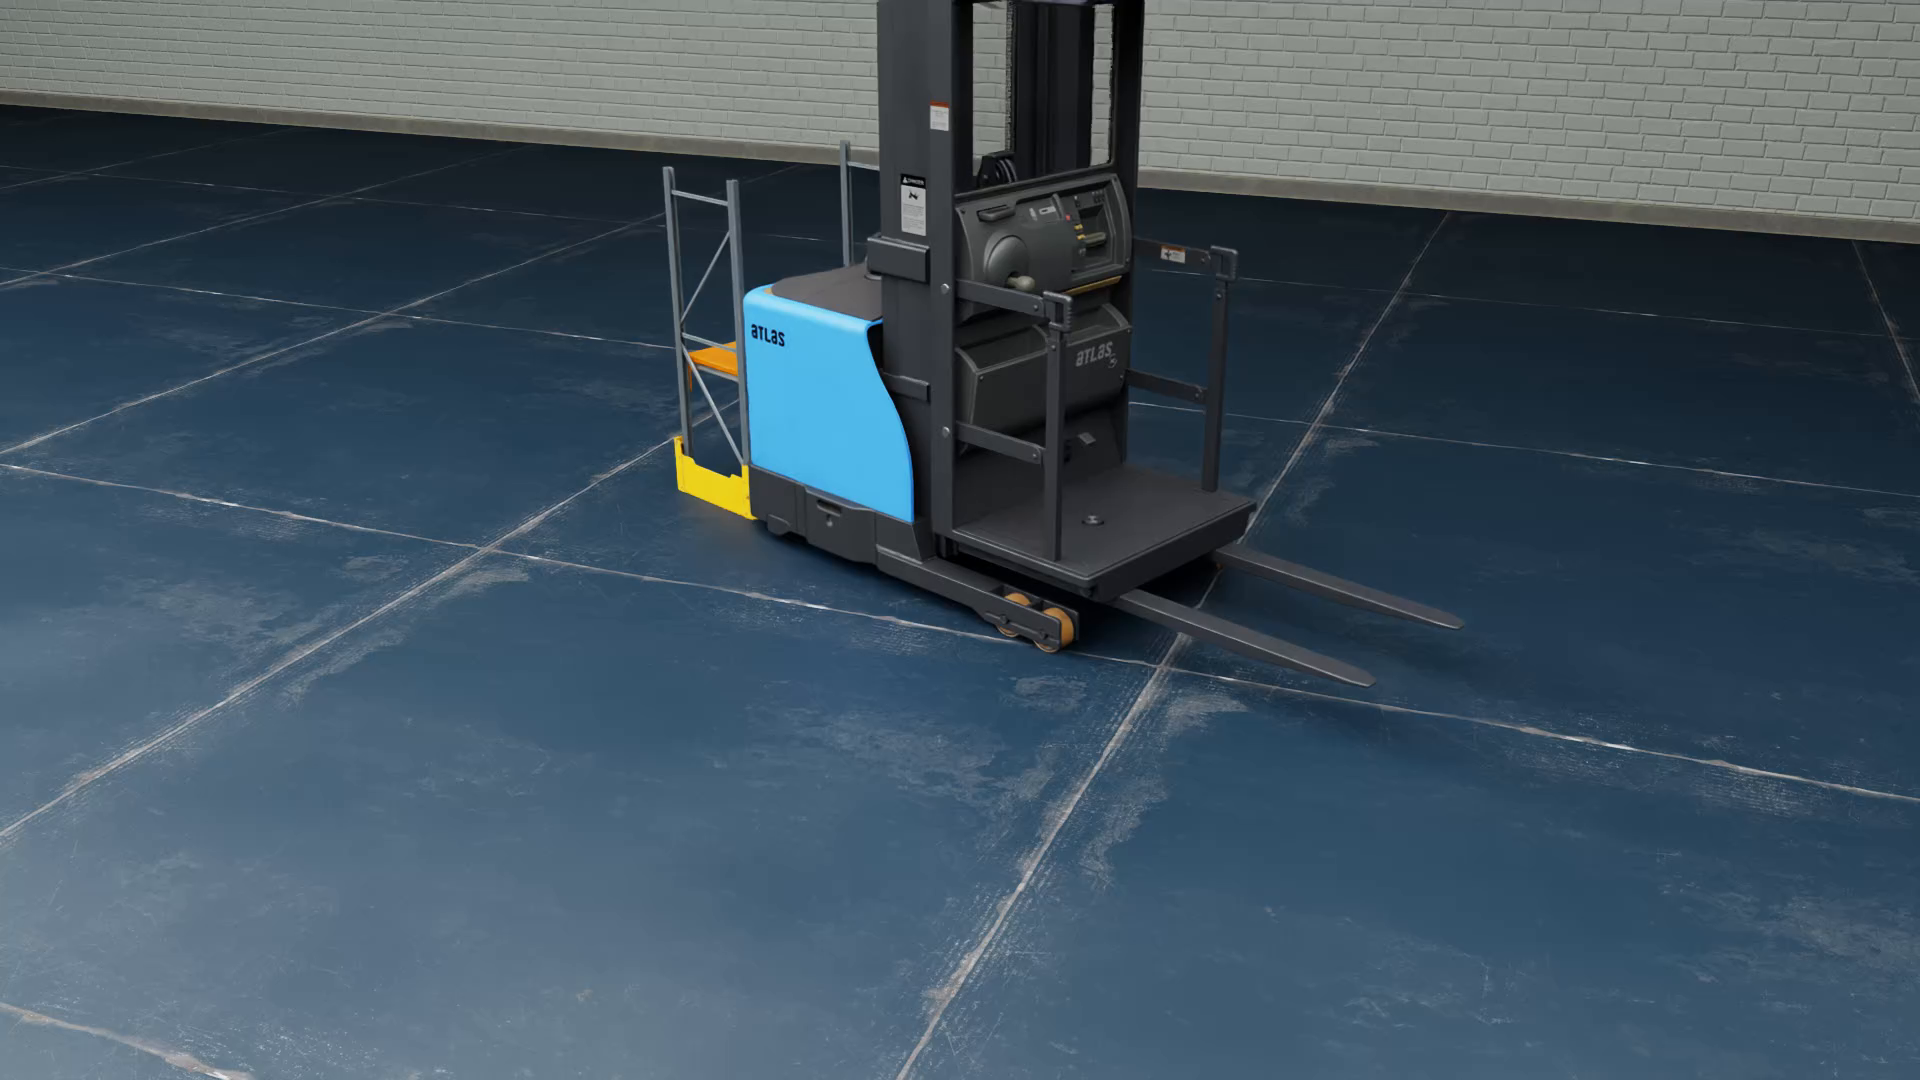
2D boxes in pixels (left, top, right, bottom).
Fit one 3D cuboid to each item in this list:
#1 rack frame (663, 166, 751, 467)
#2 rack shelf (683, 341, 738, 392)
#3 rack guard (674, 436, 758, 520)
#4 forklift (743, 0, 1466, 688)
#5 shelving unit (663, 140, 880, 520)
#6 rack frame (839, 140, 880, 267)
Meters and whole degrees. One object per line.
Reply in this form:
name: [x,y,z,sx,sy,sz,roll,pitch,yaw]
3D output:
rack frame: [-1.106,-0.869,7.376,0.032,1.500,0.500,-21,30,-40]
rack shelf: [-0.743,-0.840,7.774,1.000,0.185,0.538,-21,30,-40]
rack guard: [-1.101,-0.291,7.614,0.087,0.250,0.587,-21,30,-40]
forklift: [0.487,-1.156,6.215,3.031,2.935,1.130,20,30,39]
shelving unit: [-0.751,-1.004,7.700,1.083,1.500,0.587,-21,30,-40]
rack frame: [-0.383,-1.144,8.036,0.032,1.500,0.500,-21,30,-40]
